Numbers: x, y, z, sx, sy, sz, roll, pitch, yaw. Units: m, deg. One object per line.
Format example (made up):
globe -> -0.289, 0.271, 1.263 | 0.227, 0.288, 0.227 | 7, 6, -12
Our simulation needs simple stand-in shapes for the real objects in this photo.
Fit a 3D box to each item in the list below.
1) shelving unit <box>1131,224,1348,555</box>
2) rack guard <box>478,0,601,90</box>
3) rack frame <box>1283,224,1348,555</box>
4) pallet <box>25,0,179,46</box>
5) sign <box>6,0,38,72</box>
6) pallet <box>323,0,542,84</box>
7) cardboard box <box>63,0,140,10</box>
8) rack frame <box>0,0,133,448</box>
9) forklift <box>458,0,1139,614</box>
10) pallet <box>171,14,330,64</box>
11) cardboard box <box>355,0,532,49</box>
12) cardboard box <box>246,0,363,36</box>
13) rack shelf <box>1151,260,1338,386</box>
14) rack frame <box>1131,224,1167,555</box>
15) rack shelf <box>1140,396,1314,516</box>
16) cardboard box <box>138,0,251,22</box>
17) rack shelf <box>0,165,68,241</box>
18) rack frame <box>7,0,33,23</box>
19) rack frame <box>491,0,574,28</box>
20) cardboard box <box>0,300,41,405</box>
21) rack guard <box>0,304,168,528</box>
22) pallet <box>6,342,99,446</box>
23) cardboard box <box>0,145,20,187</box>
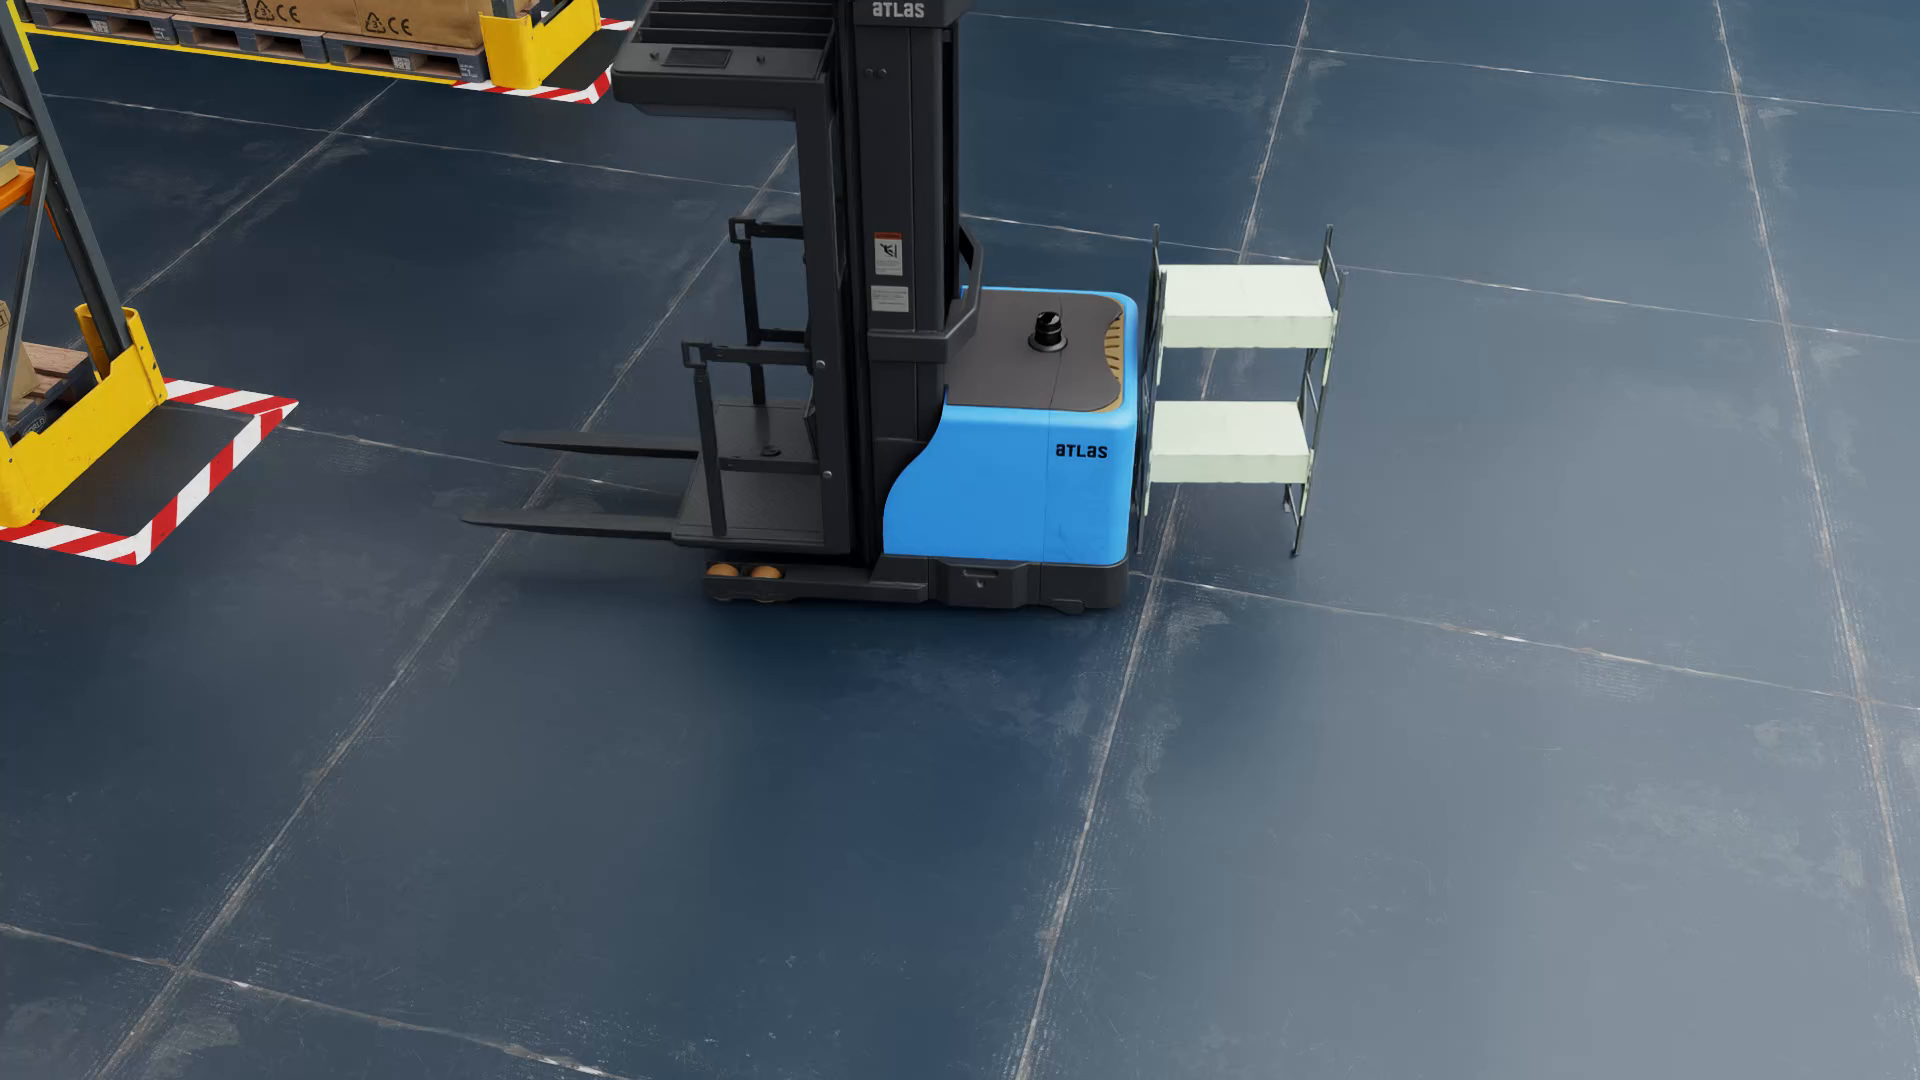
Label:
shelving unit -> 1.196, -0.633, 7.362 | 0.755, 1.500, 0.431 | 0, 40, 0
rack guard -> -2.953, -3.678, 11.765 | 0.348, 0.500, 1.175 | 10, 41, 11
rack frame -> 1.562, -0.631, 7.360 | 0.023, 1.500, 0.400 | 0, 40, 0
pallet -> -6.126, -4.061, 12.446 | 1.213, 0.211, 1.003 | 10, 41, 11
sign -> -4.216, -2.243, 7.440 | 0.005, 0.325, 0.100 | 10, 41, 11
pallet -> -3.769, -3.655, 11.963 | 1.213, 0.211, 1.003 | 10, 41, 11
cardboard box -> -6.251, -4.503, 12.129 | 0.875, 0.875, 0.875 | 10, 41, 12
rack frame -> -4.356, -1.574, 7.317 | 0.127, 3.000, 1.000 | 10, 41, 11
forklift -> -0.740, -1.178, 6.898 | 3.031, 2.935, 1.130 | 3, 40, 4
pallet -> -4.944, -3.859, 12.206 | 1.213, 0.211, 1.003 | 10, 41, 11
cardboard box -> -3.649, -4.058, 11.599 | 0.875, 0.875, 0.875 | 10, 41, 12
cardboard box -> -4.499, -4.203, 11.772 | 0.875, 0.875, 0.875 | 9, 41, 11
rack shelf -> 1.196, -0.932, 7.111 | 0.720, 0.370, 0.431 | 0, 40, 0
rack frame -> 0.830, -0.635, 7.364 | 0.023, 1.500, 0.400 | 0, 40, 0
rack shelf -> 1.196, -0.383, 7.572 | 0.720, 0.370, 0.431 | 0, 40, 0
cardboard box -> -5.379, -4.356, 11.954 | 0.875, 0.875, 0.875 | 10, 41, 12
rack shelf -> -6.288, -1.631, 7.944 | 4.000, 0.370, 1.077 | 10, 41, 11
rack frame -> -6.840, -5.304, 11.757 | 0.127, 3.000, 1.000 | 10, 41, 11
rack frame -> -2.976, -4.639, 10.966 | 0.127, 3.000, 1.000 | 10, 41, 11
cardboard box -> -4.955, -0.892, 8.121 | 0.500, 0.500, 0.500 | 17, 43, 19
rack guard -> -4.429, -0.630, 8.136 | 0.348, 0.500, 1.175 | 10, 41, 11
pallet -> -5.205, -0.676, 8.415 | 1.213, 0.211, 1.003 | 10, 41, 11
cardboard box -> -4.570, -1.674, 7.630 | 0.250, 0.149, 0.380 | 10, 41, 11
